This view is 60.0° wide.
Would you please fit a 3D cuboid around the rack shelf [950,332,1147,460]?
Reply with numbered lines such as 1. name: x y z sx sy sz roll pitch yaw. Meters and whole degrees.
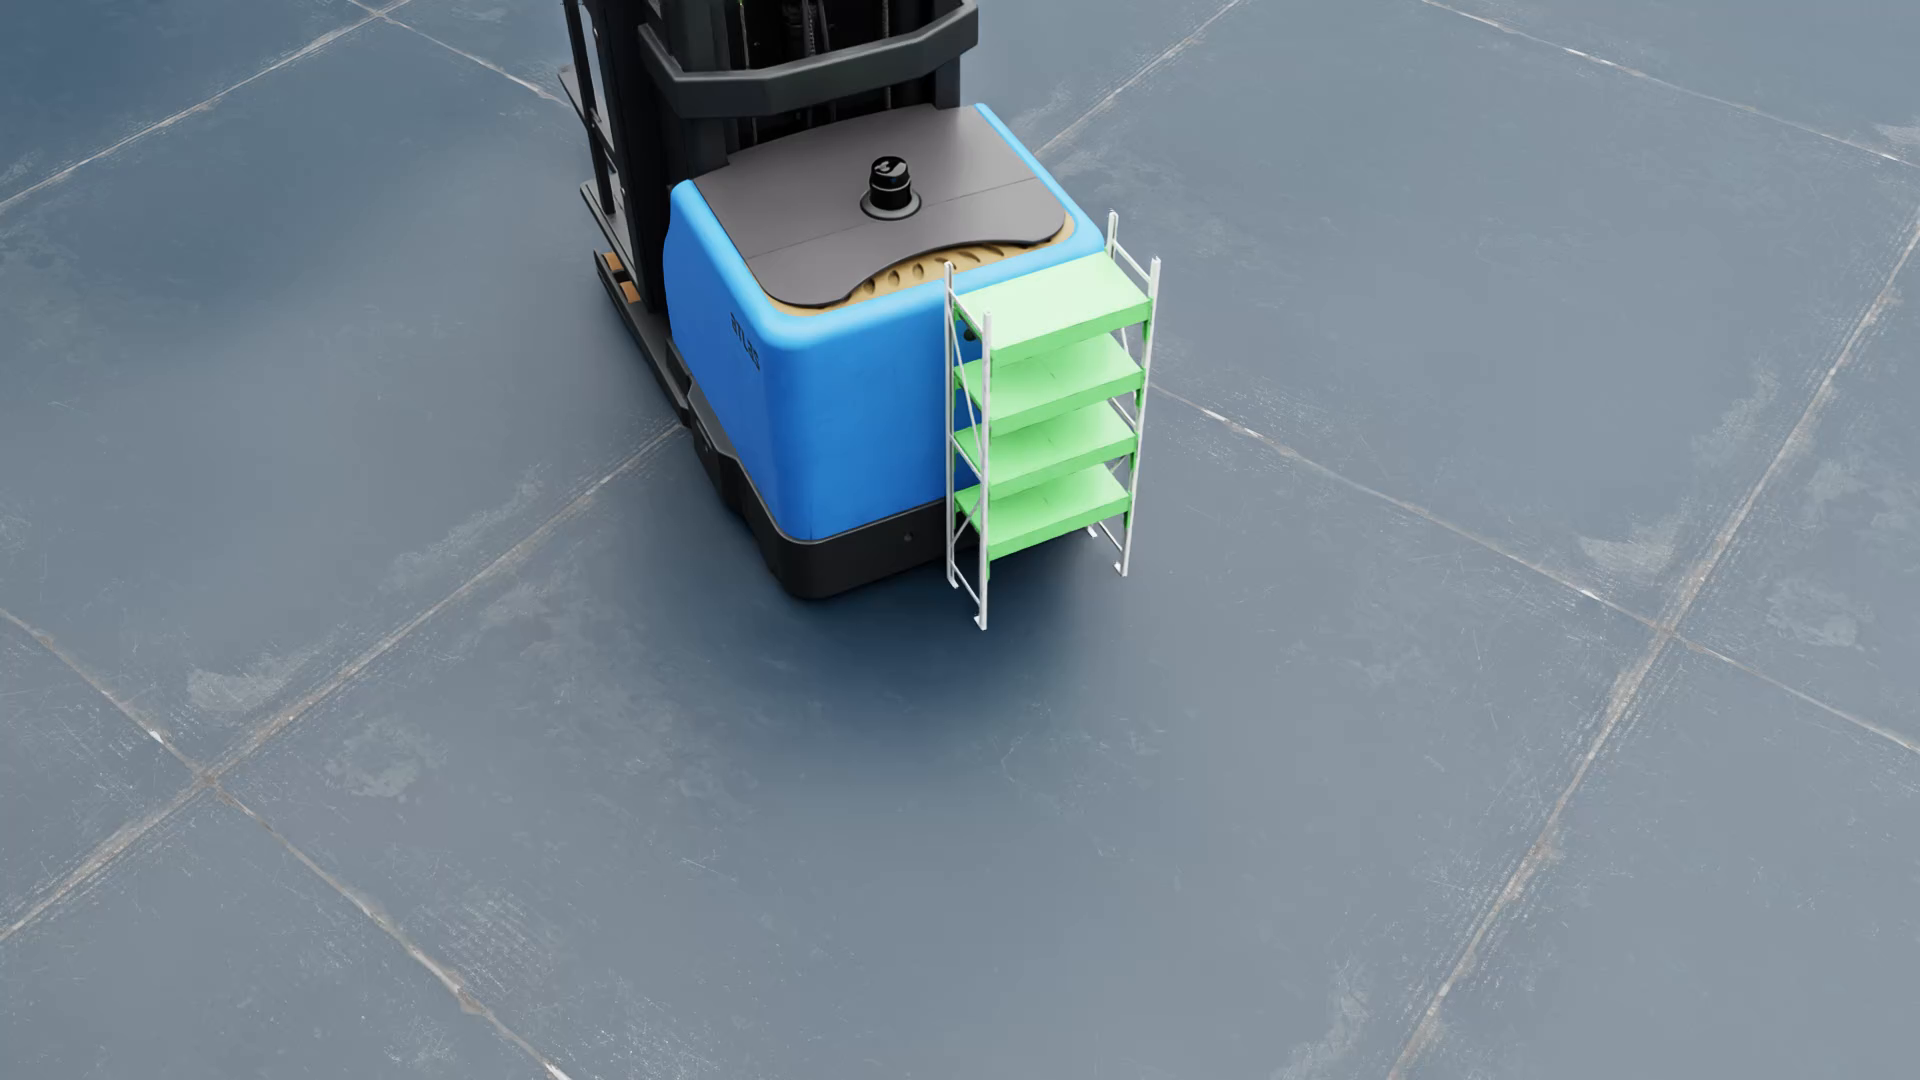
1. rack shelf: 0.238 -0.422 4.580 0.480 0.148 0.258 -20 49 -18

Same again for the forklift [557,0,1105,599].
1. forklift: -0.678 -1.910 5.048 1.130 2.935 3.031 -19 49 -18

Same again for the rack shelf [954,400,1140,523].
1. rack shelf: 0.238 -0.256 4.753 0.480 0.148 0.258 -20 49 -18

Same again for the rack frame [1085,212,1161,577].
1. rack frame: 0.457 -0.379 4.782 0.015 1.200 0.240 -20 49 -18

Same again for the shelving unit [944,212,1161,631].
1. shelving unit: 0.238 -0.300 4.707 0.503 1.200 0.258 -20 49 -18

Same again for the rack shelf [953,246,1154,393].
1. rack shelf: 0.238 -0.588 4.406 0.480 0.148 0.258 -20 49 -18

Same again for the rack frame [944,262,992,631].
1. rack frame: 0.019 -0.222 4.632 0.015 1.200 0.240 -20 49 -18

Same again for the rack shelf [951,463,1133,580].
1. rack shelf: 0.238 -0.090 4.927 0.480 0.148 0.258 -20 49 -18
